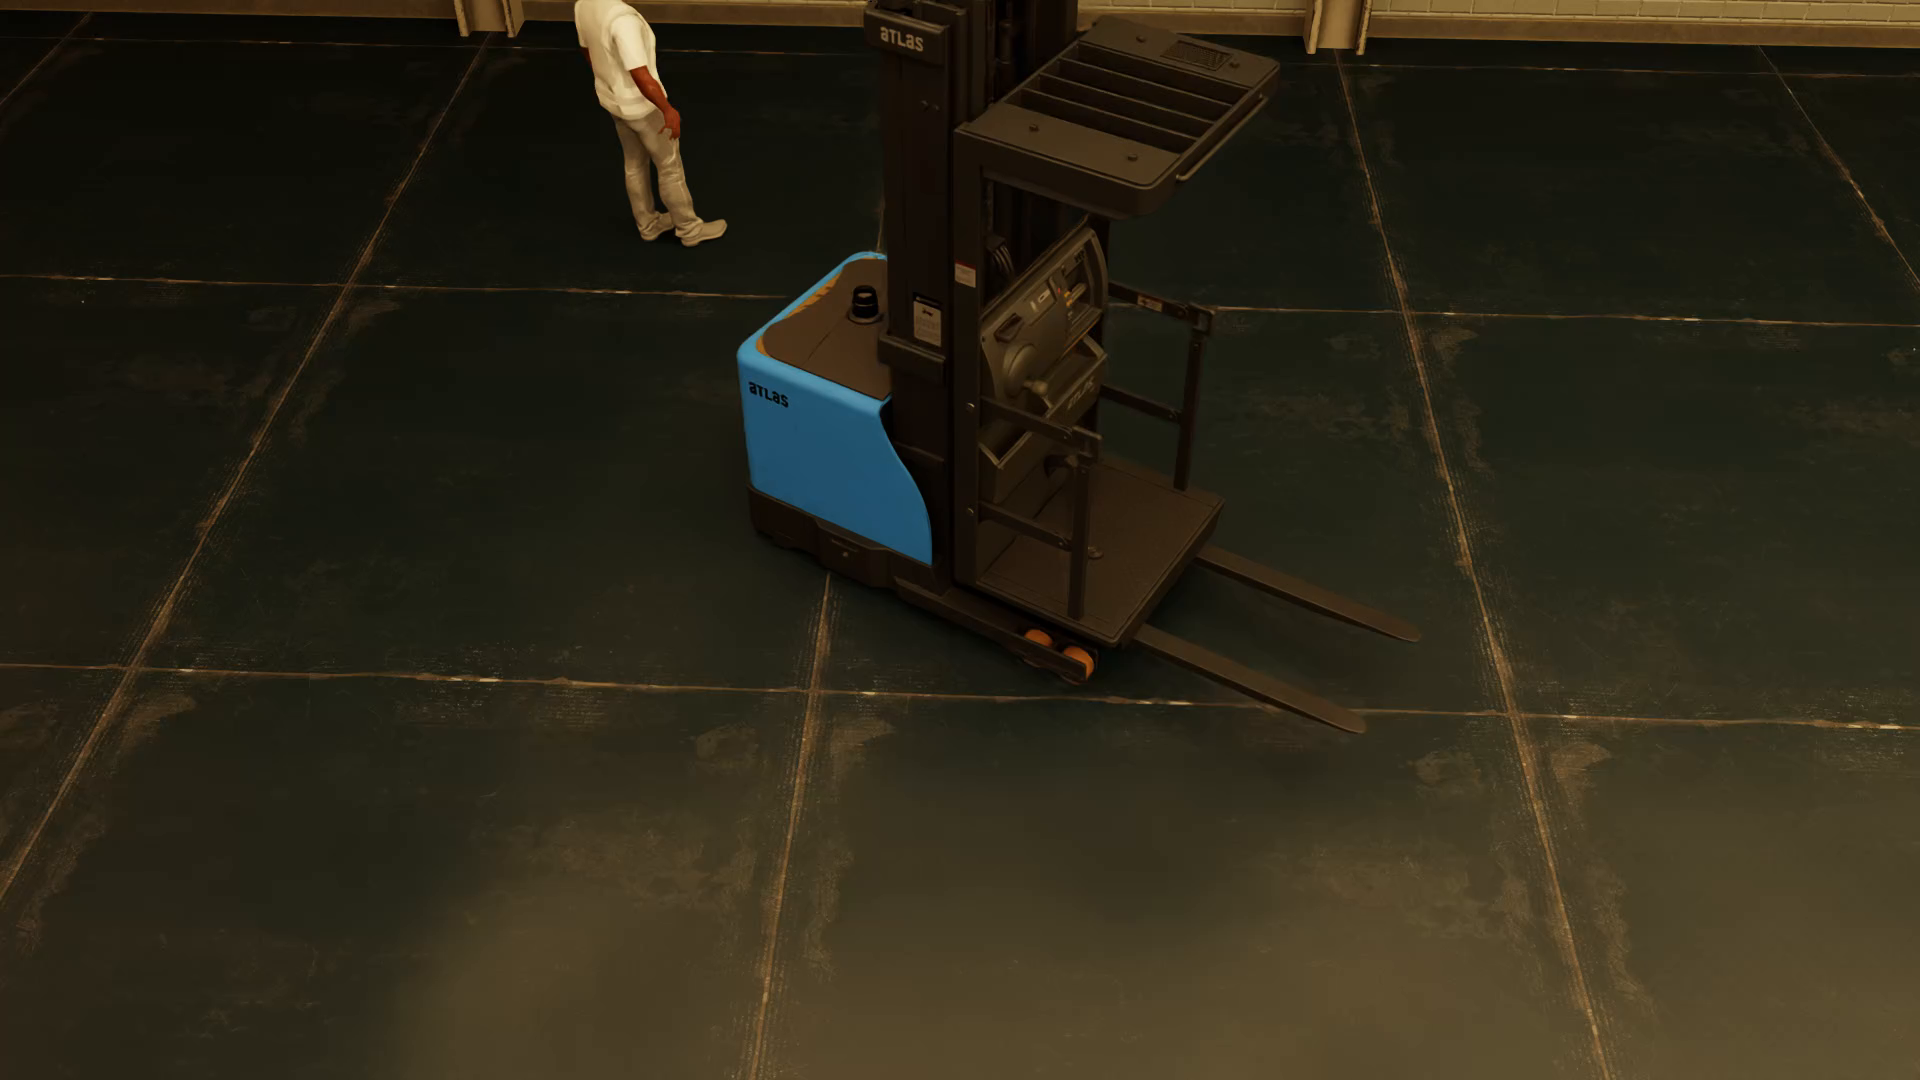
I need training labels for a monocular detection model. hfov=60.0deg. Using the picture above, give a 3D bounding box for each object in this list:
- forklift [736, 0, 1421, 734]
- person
[{"bbox_3d":[0.525,-0.868,6.693,3.031,2.935,1.130,23,47,23],"label":"forklift"},{"bbox_3d":[-1.757,-2.494,9.334,0.572,1.771,0.696,-33,52,-31],"label":"person"}]
